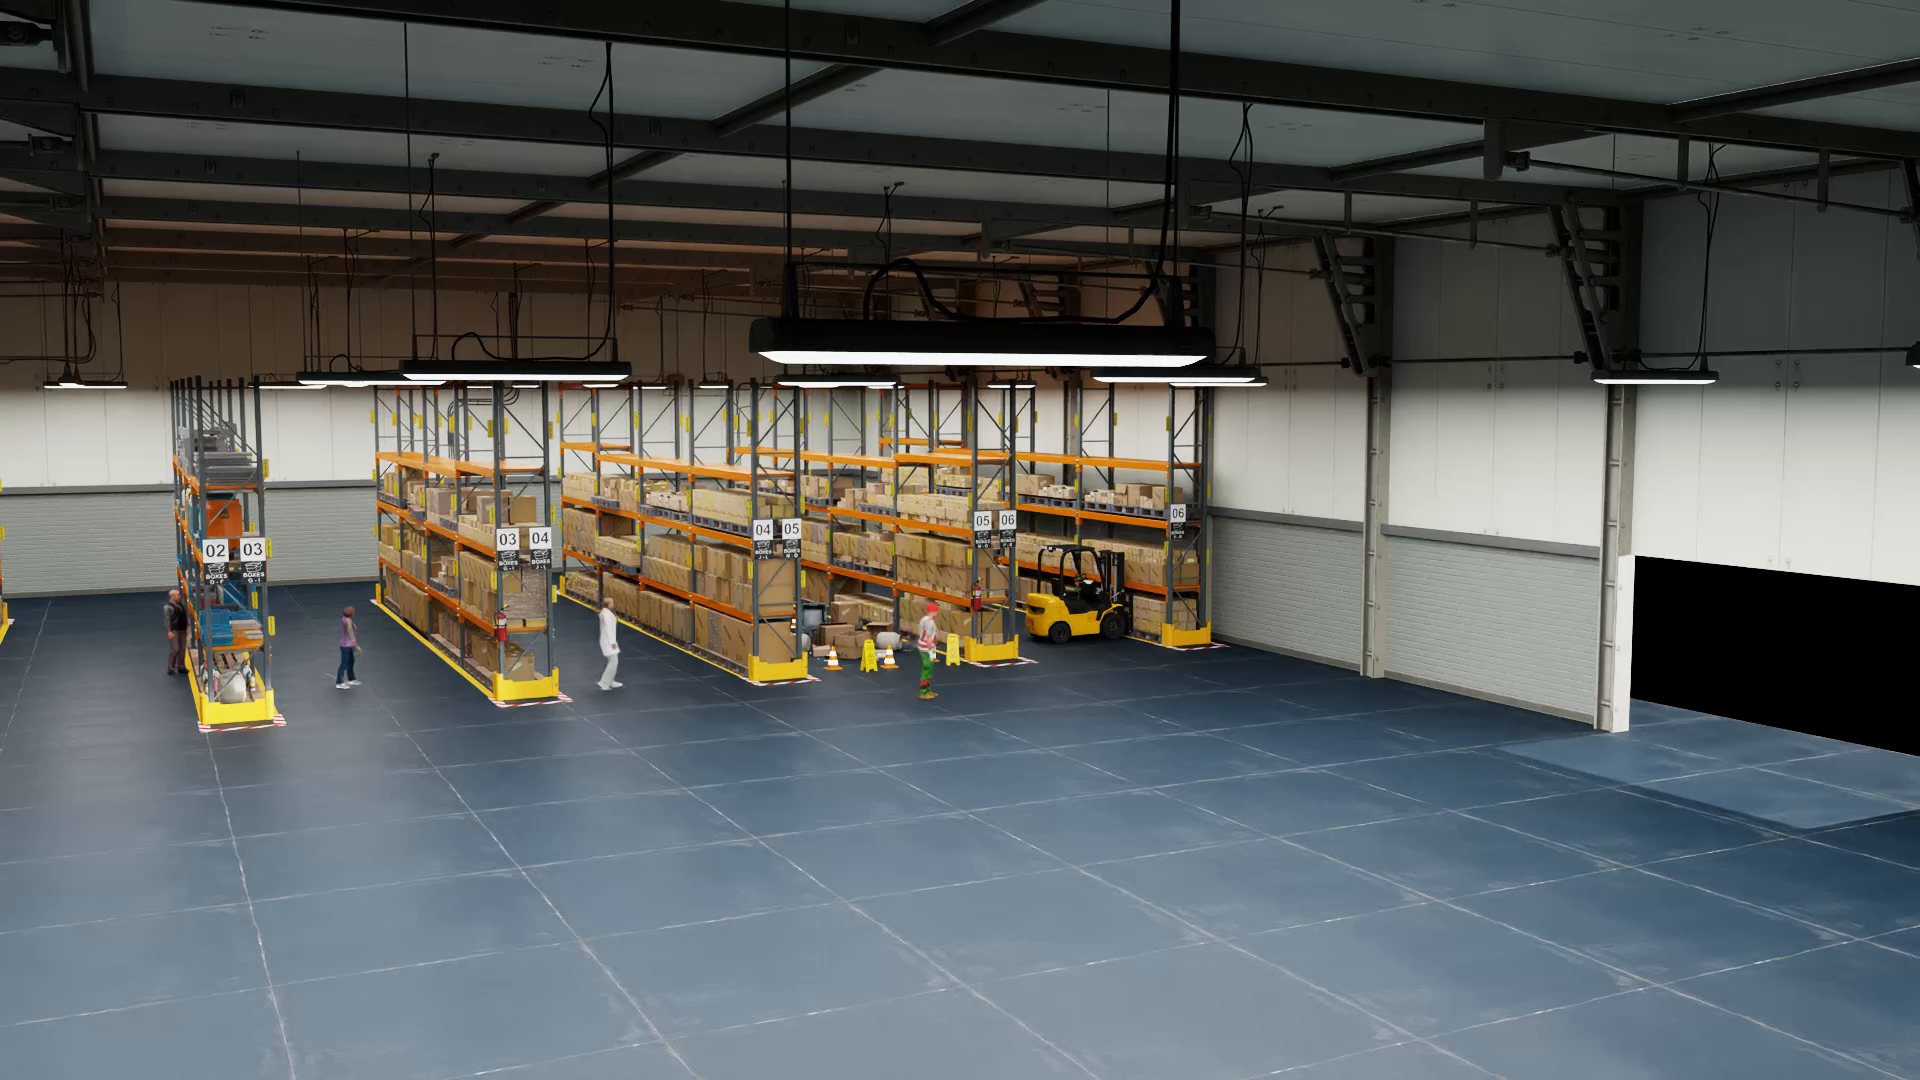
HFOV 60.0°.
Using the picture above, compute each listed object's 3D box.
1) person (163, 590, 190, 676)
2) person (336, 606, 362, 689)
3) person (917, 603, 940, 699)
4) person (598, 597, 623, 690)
[{"bbox_3d":[-15.932,1.900,33.843,0.400,1.794,0.585,1,5,16],"label":"person"},{"bbox_3d":[-11.876,2.077,32.280,0.503,1.614,0.581,-2,5,-20],"label":"person"},{"bbox_3d":[-0.578,2.071,31.109,0.437,1.794,0.562,-1,5,-10],"label":"person"},{"bbox_3d":[-6.793,2.033,32.244,0.460,1.860,0.627,-1,5,-11],"label":"person"}]
